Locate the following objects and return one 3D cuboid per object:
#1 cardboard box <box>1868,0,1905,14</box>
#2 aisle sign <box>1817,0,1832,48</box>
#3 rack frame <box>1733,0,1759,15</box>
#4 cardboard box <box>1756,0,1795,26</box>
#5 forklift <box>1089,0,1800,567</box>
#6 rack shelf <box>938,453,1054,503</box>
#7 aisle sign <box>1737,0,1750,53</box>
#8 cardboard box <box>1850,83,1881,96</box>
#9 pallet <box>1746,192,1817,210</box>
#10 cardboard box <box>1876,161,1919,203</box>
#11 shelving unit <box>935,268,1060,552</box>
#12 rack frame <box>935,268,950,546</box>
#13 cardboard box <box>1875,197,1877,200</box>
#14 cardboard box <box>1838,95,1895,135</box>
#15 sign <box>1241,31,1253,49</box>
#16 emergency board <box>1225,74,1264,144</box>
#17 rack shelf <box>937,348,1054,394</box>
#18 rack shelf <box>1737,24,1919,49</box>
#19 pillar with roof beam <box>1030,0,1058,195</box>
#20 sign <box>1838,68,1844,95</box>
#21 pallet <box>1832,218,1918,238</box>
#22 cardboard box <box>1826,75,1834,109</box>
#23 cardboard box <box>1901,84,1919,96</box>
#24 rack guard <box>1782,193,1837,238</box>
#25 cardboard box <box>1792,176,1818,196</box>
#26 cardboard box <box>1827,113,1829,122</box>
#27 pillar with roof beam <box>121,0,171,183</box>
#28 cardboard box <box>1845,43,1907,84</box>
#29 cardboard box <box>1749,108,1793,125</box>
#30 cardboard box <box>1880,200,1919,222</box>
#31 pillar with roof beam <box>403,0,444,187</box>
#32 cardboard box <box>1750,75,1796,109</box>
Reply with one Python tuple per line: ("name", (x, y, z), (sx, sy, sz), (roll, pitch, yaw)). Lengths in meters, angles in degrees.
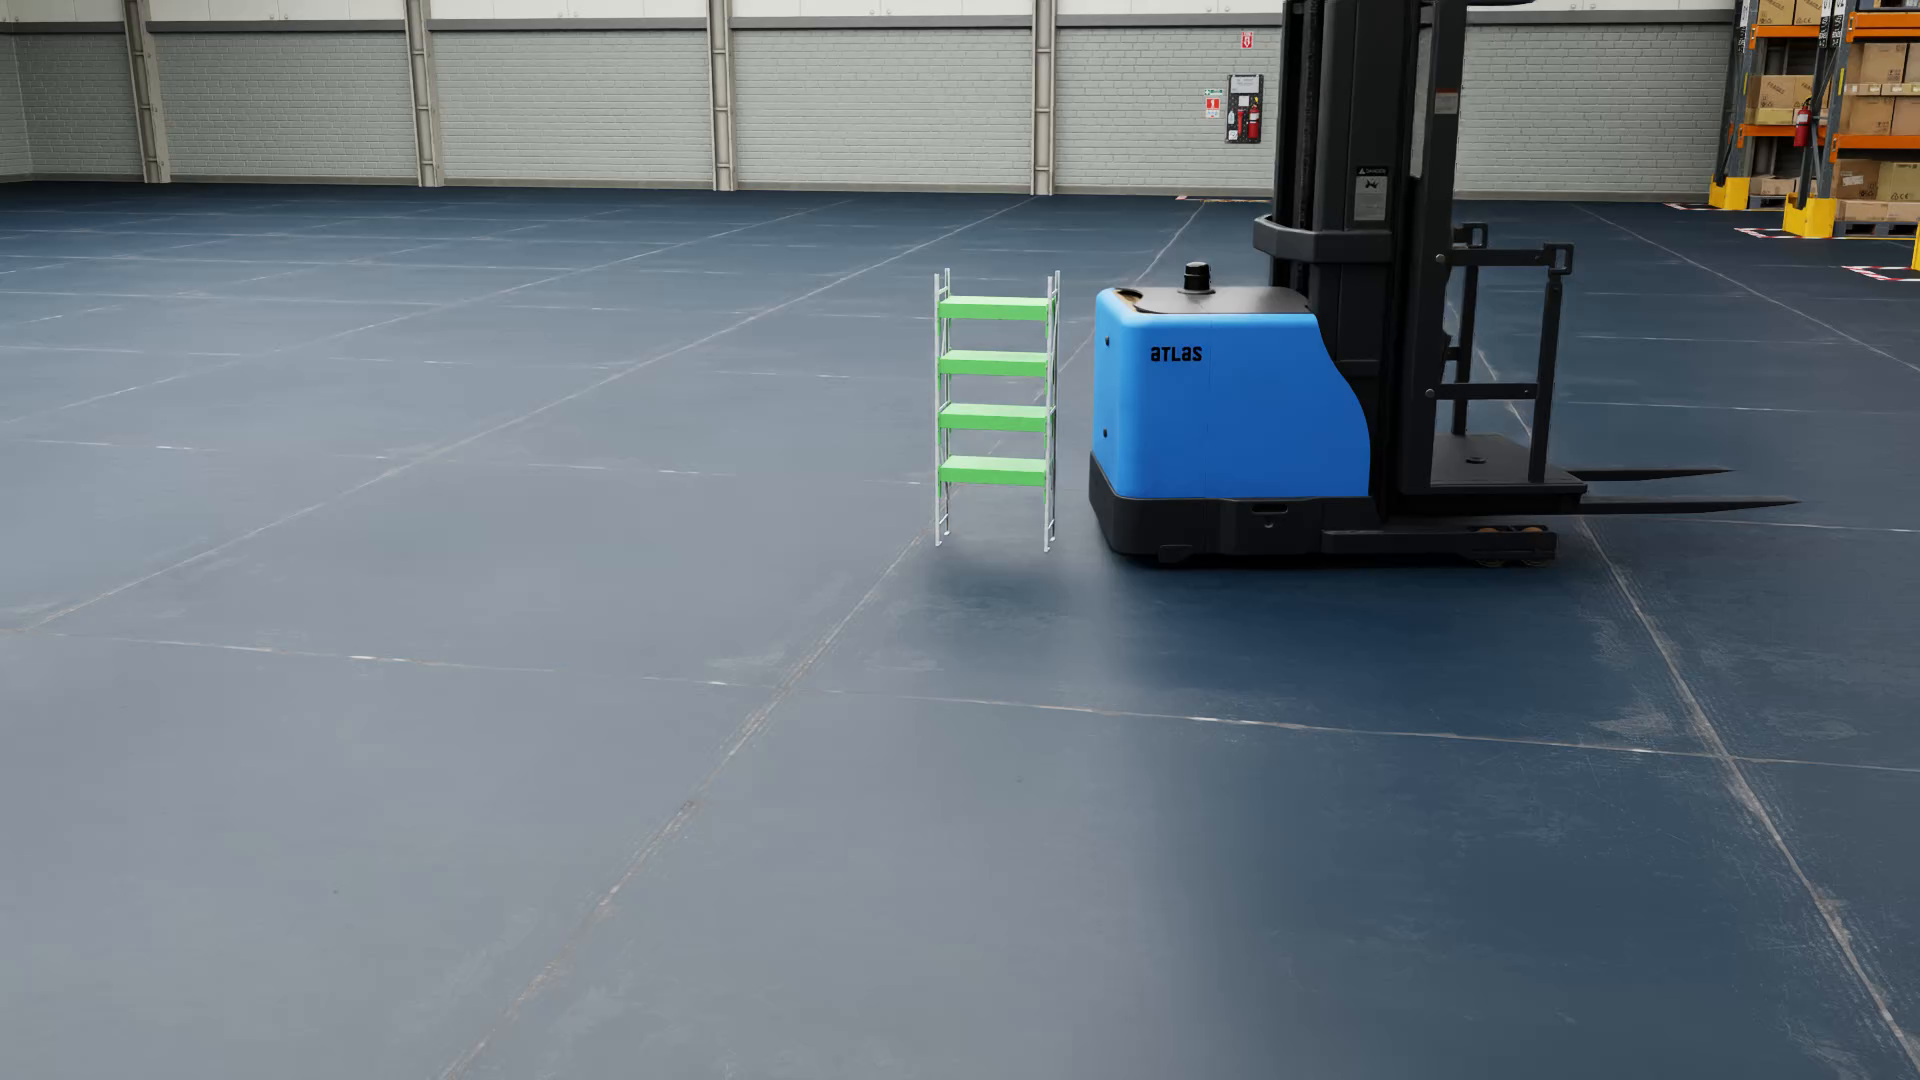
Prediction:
("cardboard box", (14.228, -8.194, 25.609), (0.500, 0.500, 0.500), (4, 16, 15))
("aisle sign", (11.403, -6.898, 21.905), (0.004, 0.787, 0.394), (3, 16, 11))
("rack frame", (12.392, -9.752, 25.841), (0.127, 3.000, 1.000), (3, 16, 11))
("cardboard box", (12.670, -8.281, 25.925), (0.500, 0.500, 0.500), (4, 16, 13))
("forklift", (2.145, -1.438, 7.191), (3.031, 2.935, 1.130), (-1, 15, -2))
("rack shelf", (0.162, -0.277, 7.381), (0.480, 0.148, 0.258), (3, 16, 11))
("aisle sign", (12.262, -8.039, 26.025), (0.004, 0.787, 0.394), (3, 16, 11))
("cardboard box", (11.751, -5.848, 21.584), (0.250, 0.149, 0.380), (3, 16, 11))
("pallet", (13.256, -5.461, 26.810), (1.213, 0.211, 1.003), (3, 16, 11))
("cardboard box", (12.381, -4.691, 21.766), (0.500, 0.500, 0.500), (3, 16, 11))
("shelving unit", (0.162, -0.569, 7.300), (0.503, 1.200, 0.258), (3, 16, 11))
("rack frame", (-0.077, -0.582, 7.347), (0.015, 1.200, 0.240), (3, 16, 11))
("cardboard box", (12.486, -4.467, 22.365), (0.500, 0.250, 0.500), (3, 16, 11))
("cardboard box", (11.864, -5.585, 21.847), (0.500, 0.500, 0.700), (3, 16, 11))
("sign", (4.969, -8.654, 28.773), (0.199, 0.298, 0.001), (3, 16, 11))
("emergency board", (4.957, -7.511, 28.987), (0.643, 1.169, 0.194), (3, 16, 11))
("rack shelf", (0.162, -0.739, 7.253), (0.480, 0.148, 0.258), (3, 16, 11))
("rack shelf", (14.352, -7.853, 25.953), (4.000, 0.370, 1.077), (3, 16, 11))
("pillar with roof beam", (0.634, -9.453, 24.762), (0.400, 9.000, 9.100), (3, 16, 11))
("sign", (11.293, -5.875, 21.313), (0.005, 0.325, 0.100), (3, 16, 11))
("pallet", (12.167, -4.191, 22.227), (1.213, 0.211, 1.003), (3, 16, 11))
("cardboard box", (13.788, -6.998, 25.974), (0.500, 0.500, 0.500), (3, 16, 9))
("cardboard box", (12.254, -5.821, 21.486), (0.250, 0.149, 0.380), (3, 16, 11))
("rack guard", (11.385, -4.361, 22.301), (0.348, 0.500, 1.175), (3, 16, 11))
("cardboard box", (13.611, -5.686, 26.614), (0.500, 0.311, 0.500), (4, 16, 16))
("cardboard box", (13.817, -6.637, 26.075), (0.500, 0.250, 0.500), (3, 16, 10))
("pillar with roof beam", (-17.005, -10.411, 28.219), (0.400, 9.000, 9.100), (3, 16, 11))
("cardboard box", (11.916, -6.207, 21.664), (0.500, 0.500, 0.700), (3, 16, 11))
("cardboard box", (12.807, -6.689, 26.265), (0.500, 0.250, 0.500), (3, 16, 9))
("cardboard box", (12.381, -4.330, 21.868), (0.500, 0.250, 0.500), (3, 16, 11))
("pillar with roof beam", (-11.126, -10.092, 27.066), (0.400, 9.000, 9.100), (3, 16, 11))
("cardboard box", (12.800, -7.056, 26.183), (0.500, 0.500, 0.500), (3, 16, 11))
